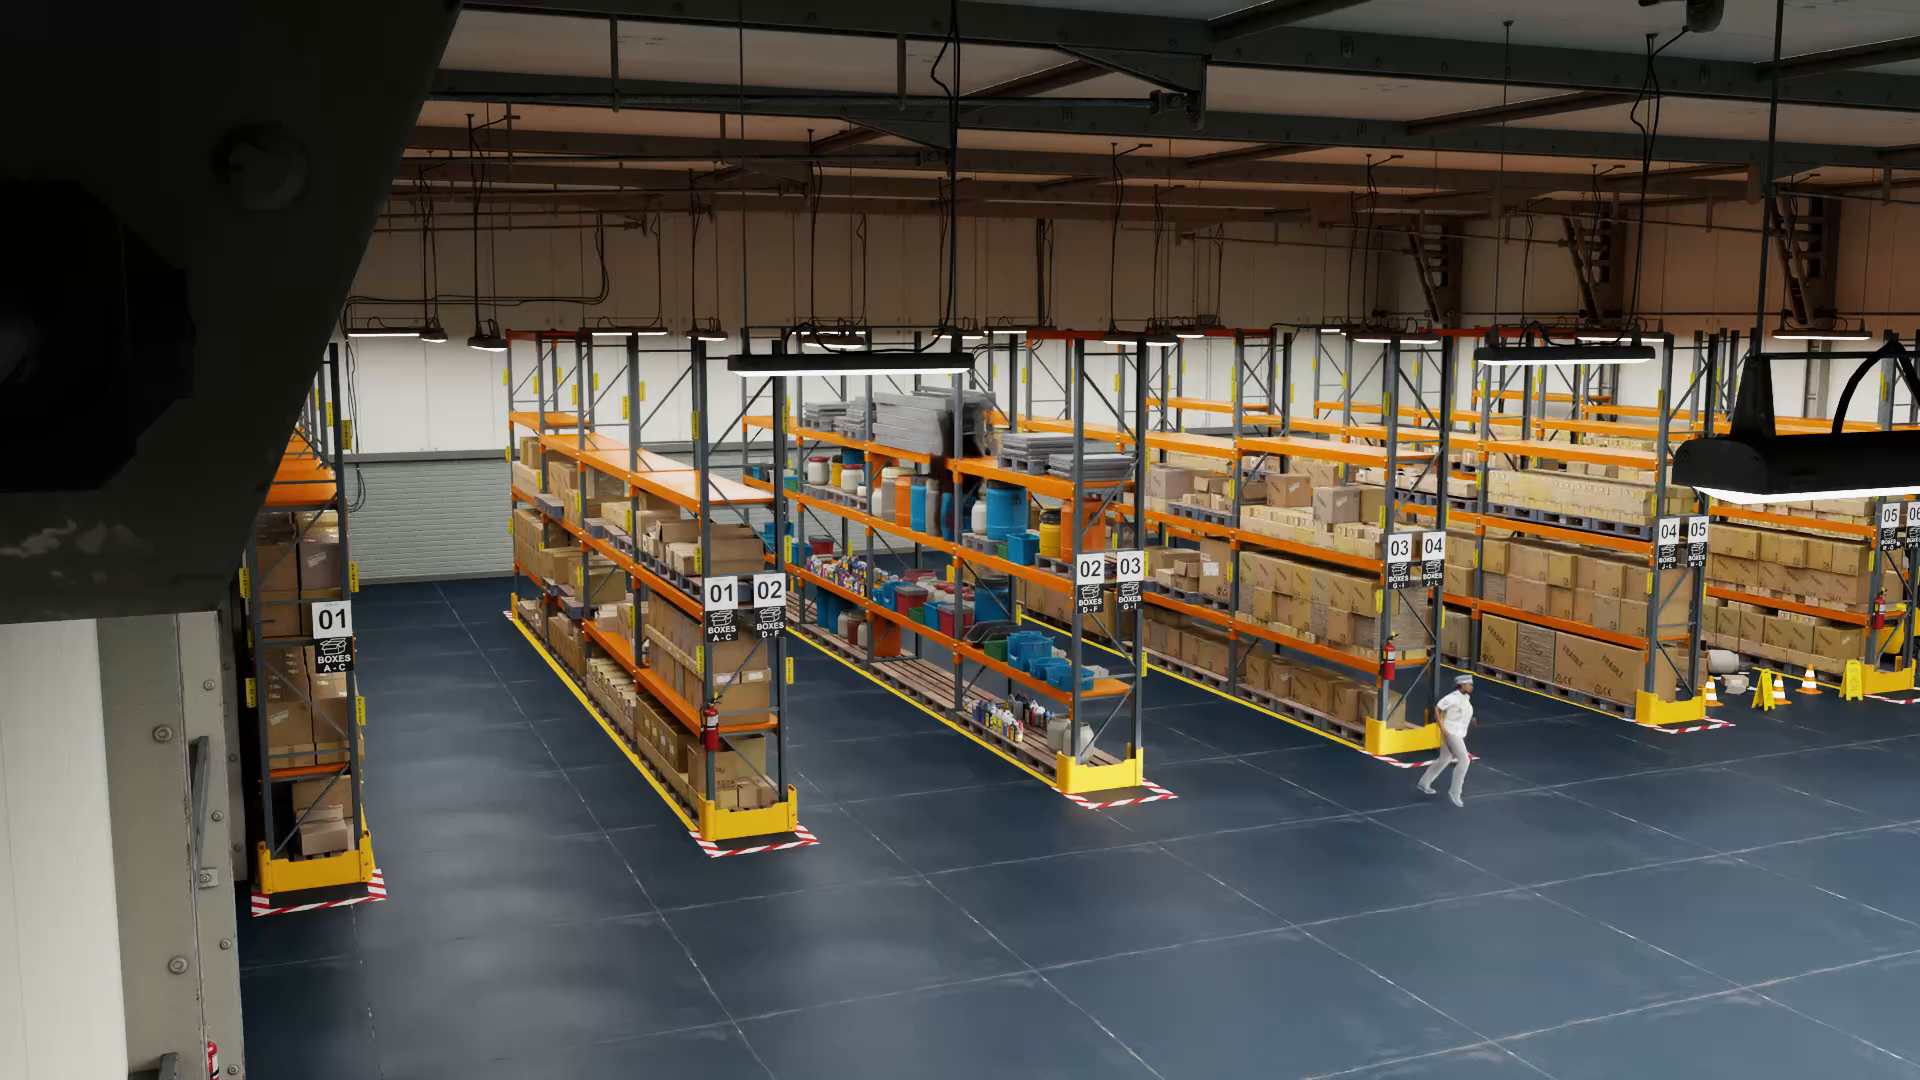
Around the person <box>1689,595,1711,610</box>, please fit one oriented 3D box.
[{"bbox_3d":[15.618,0.649,35.031,0.675,1.788,0.960,-5,9,-35],"label":"person"}]

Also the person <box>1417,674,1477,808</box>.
[{"bbox_3d":[6.385,2.572,21.753,0.710,1.645,0.745,5,9,35],"label":"person"}]
